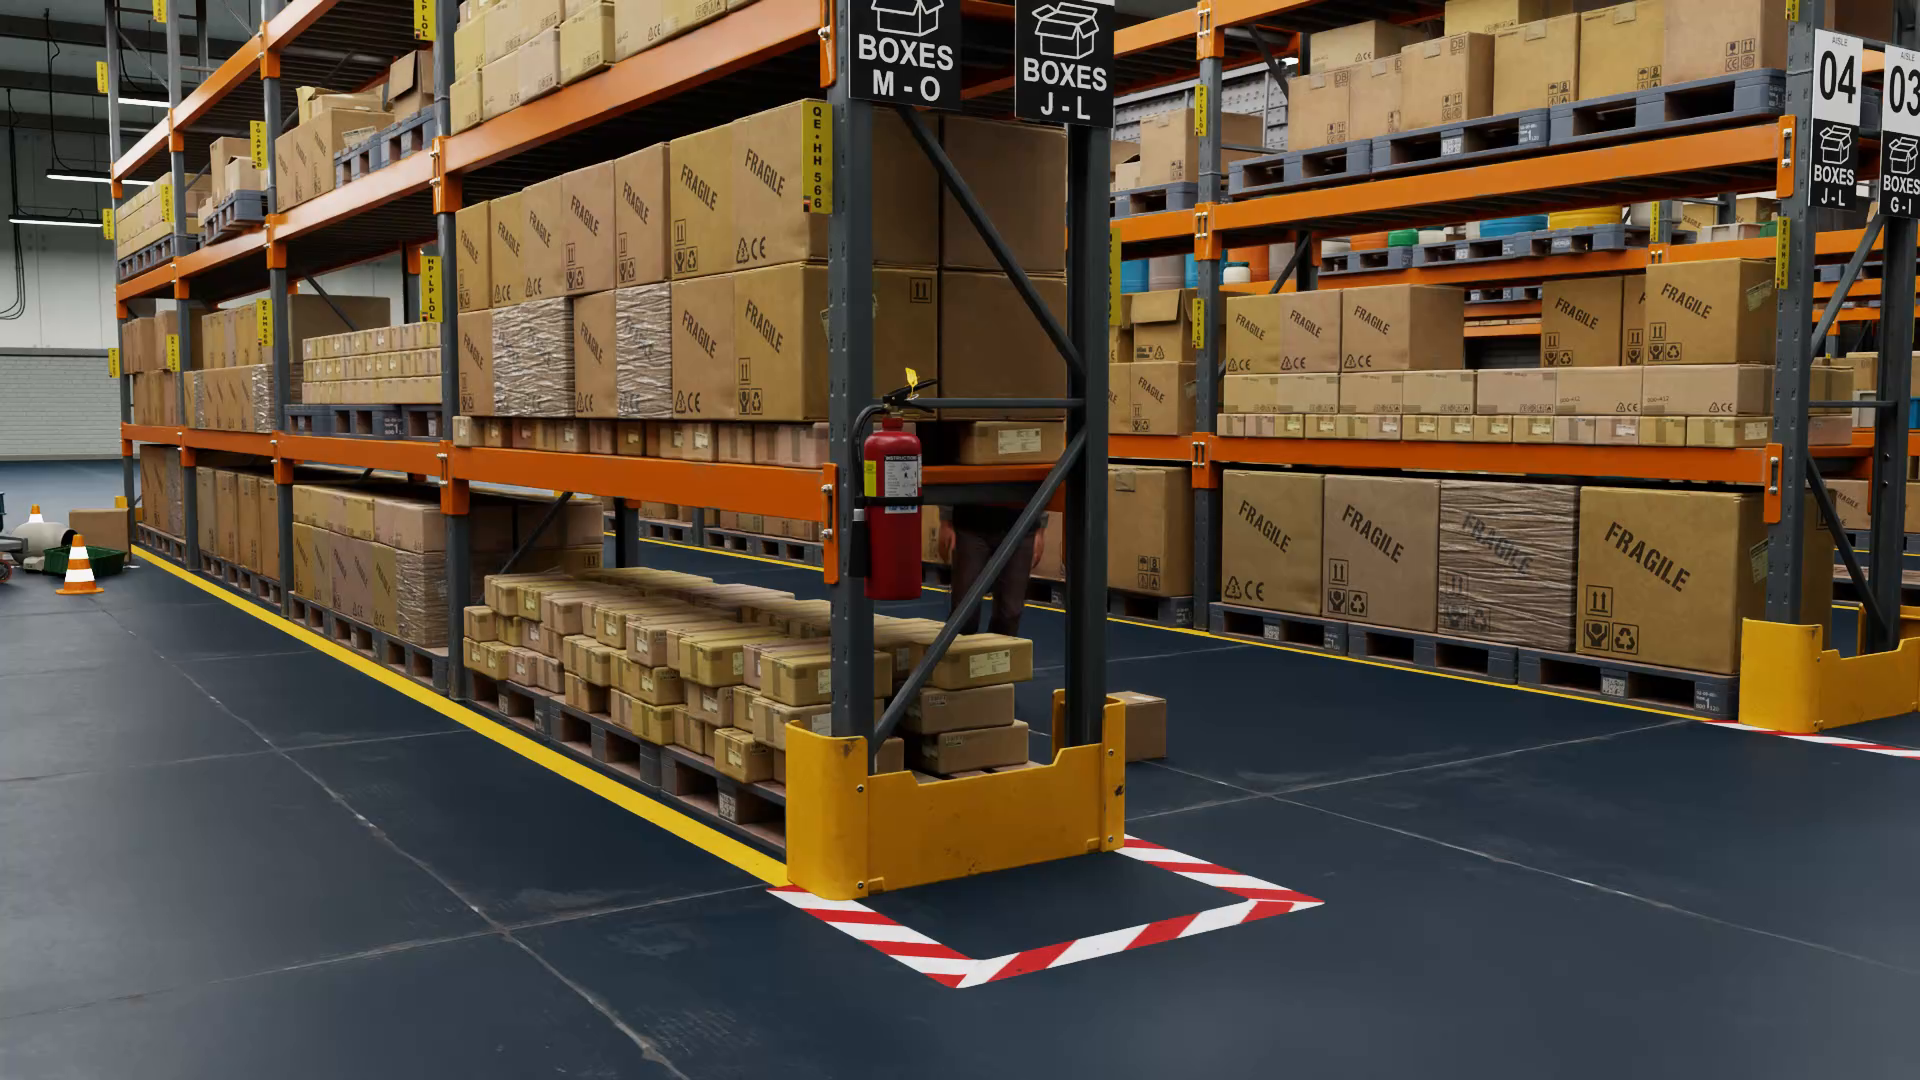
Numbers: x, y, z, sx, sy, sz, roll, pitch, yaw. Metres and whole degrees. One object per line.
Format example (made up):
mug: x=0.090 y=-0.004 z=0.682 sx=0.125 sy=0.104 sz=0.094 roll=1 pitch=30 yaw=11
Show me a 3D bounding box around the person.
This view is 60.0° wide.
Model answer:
person: x=0.156 y=-0.025 z=8.258 sx=0.586 sy=1.718 sz=0.527 roll=-1 pitch=5 yaw=-14
